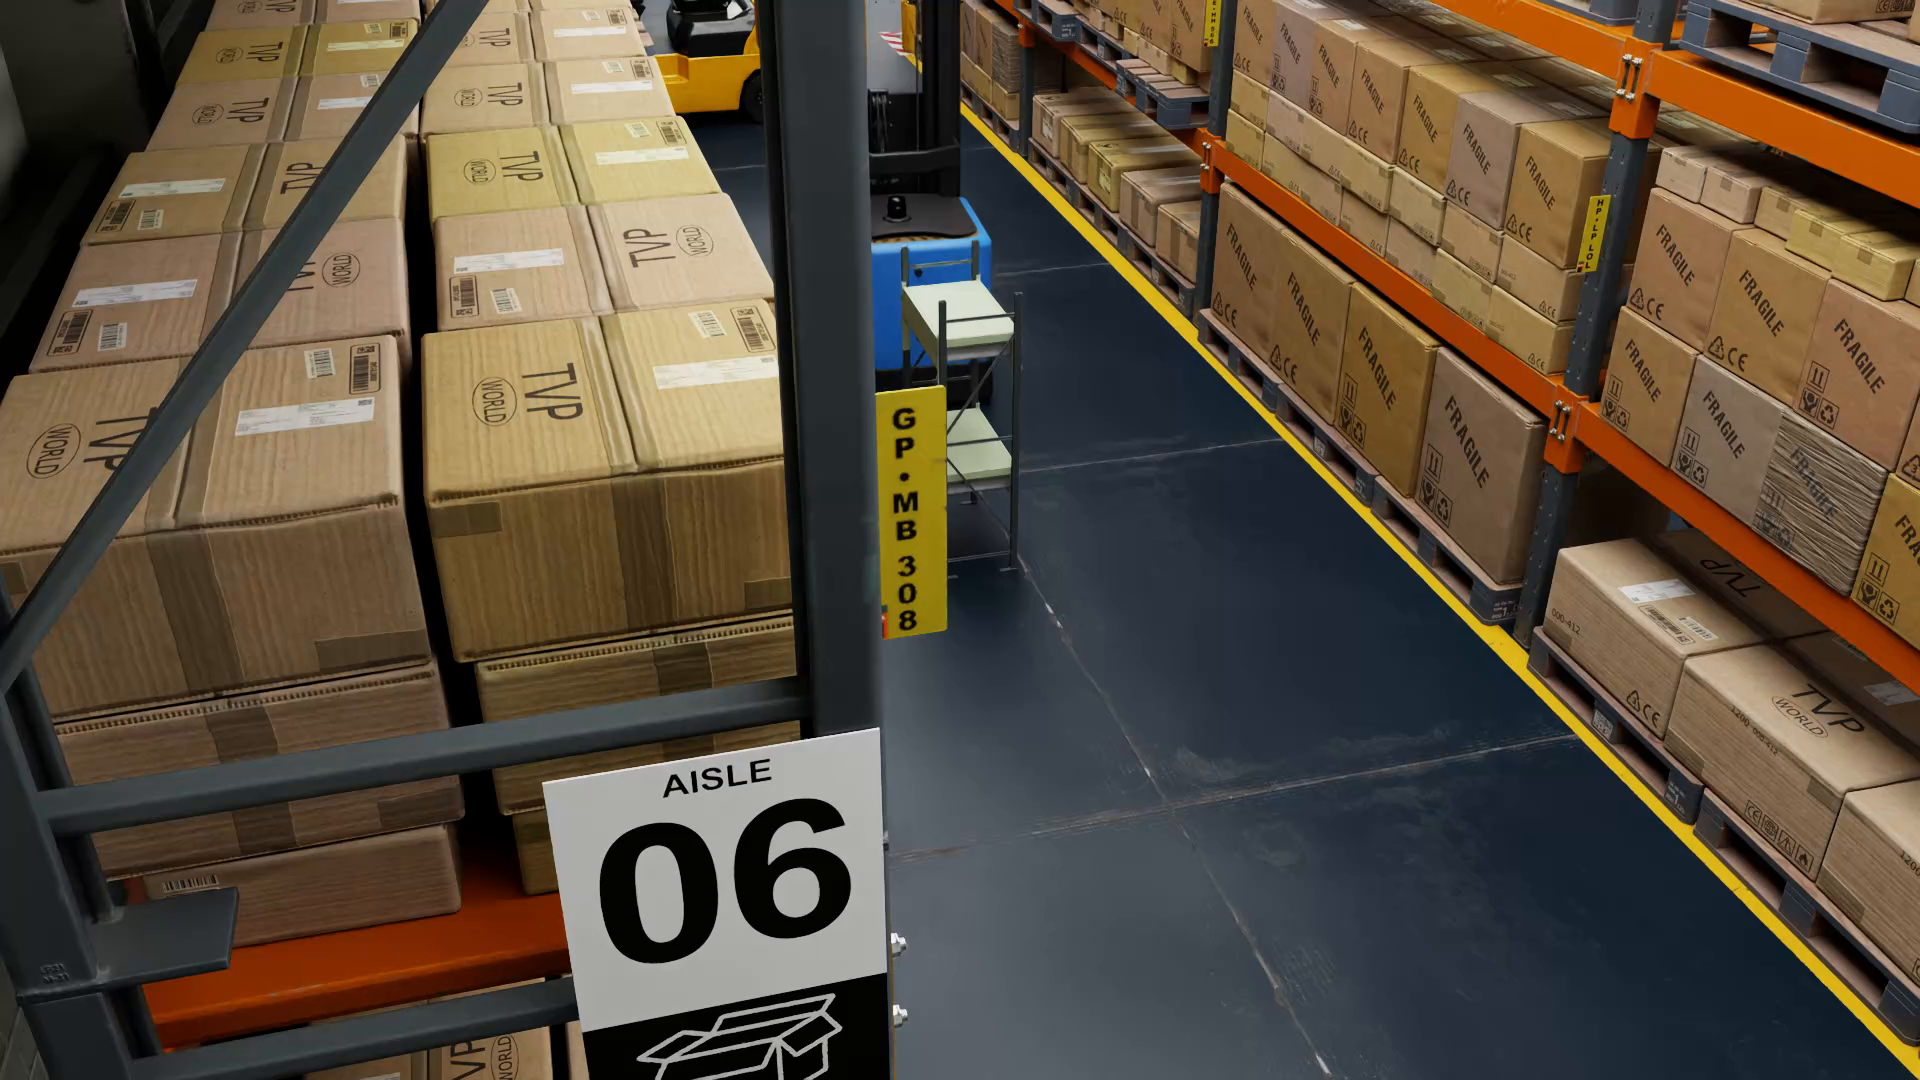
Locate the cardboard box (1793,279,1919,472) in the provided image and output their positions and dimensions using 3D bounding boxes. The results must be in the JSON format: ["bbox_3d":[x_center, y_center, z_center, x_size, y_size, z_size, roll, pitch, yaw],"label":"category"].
[{"bbox_3d":[3.282,-0.591,5.678,0.500,0.500,0.500,-7,31,-12],"label":"cardboard box"}]

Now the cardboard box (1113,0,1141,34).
[{"bbox_3d":[1.402,-3.831,11.558,0.500,0.500,0.500,-10,32,-17],"label":"cardboard box"}]

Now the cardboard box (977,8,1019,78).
[{"bbox_3d":[0.460,-4.546,15.187,0.500,0.500,0.500,-7,31,-12],"label":"cardboard box"}]

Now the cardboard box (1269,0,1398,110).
[{"bbox_3d":[2.110,-2.769,9.442,0.500,0.500,0.500,-8,31,-13],"label":"cardboard box"}]

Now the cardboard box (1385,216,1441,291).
[{"bbox_3d":[2.524,-1.481,8.464,0.500,0.250,0.500,-9,31,-15],"label":"cardboard box"}]

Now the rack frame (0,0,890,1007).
[{"bbox_3d":[-0.587,-0.873,1.276,1.000,3.000,0.127,-8,31,-13],"label":"rack frame"}]

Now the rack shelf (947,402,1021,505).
[{"bbox_3d":[-0.002,-0.370,8.543,0.431,0.370,0.720,-8,31,-13],"label":"rack shelf"}]

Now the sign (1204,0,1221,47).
[{"bbox_3d":[1.553,-3.192,10.194,0.100,0.325,0.005,-8,31,-13],"label":"sign"}]

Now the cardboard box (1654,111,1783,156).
[{"bbox_3d":[3.296,-1.597,7.417,0.500,0.500,0.500,-7,31,-13],"label":"cardboard box"}]

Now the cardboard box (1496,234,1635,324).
[{"bbox_3d":[2.784,-1.202,7.484,0.500,0.250,0.500,-8,31,-13],"label":"cardboard box"}]

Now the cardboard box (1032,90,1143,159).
[{"bbox_3d":[1.154,-3.526,14.051,0.950,0.372,0.625,-7,31,-13],"label":"cardboard box"}]

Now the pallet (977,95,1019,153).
[{"bbox_3d":[0.800,-3.847,15.186,1.003,0.211,1.213,-8,31,-13],"label":"pallet"}]

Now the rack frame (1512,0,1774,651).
[{"bbox_3d":[3.135,-0.870,7.259,1.000,3.000,0.127,-8,31,-13],"label":"rack frame"}]

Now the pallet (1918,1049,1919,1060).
[{"bbox_3d":[3.910,1.893,5.270,1.003,0.211,1.213,-8,31,-13],"label":"pallet"}]

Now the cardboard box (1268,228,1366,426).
[{"bbox_3d":[2.410,-1.289,9.684,0.875,0.875,0.875,-7,31,-13],"label":"cardboard box"}]

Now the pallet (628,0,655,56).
[{"bbox_3d":[-1.755,-1.750,5.972,1.213,0.211,1.003,-8,31,-13],"label":"pallet"}]

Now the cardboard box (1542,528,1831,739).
[{"bbox_3d":[3.199,0.374,7.248,0.875,0.438,0.875,-8,31,-14],"label":"cardboard box"}]

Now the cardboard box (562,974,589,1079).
[{"bbox_3d":[-0.582,1.161,3.603,0.500,0.250,0.500,-8,31,-13],"label":"cardboard box"}]

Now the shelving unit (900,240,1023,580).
[{"bbox_3d":[-0.002,-0.652,8.380,0.431,1.500,0.755,-8,31,-13],"label":"shelving unit"}]

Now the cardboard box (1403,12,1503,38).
[{"bbox_3d":[2.733,-2.576,9.108,0.500,0.500,0.500,-8,31,-13],"label":"cardboard box"}]

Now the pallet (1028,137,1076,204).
[{"bbox_3d":[1.220,-3.152,13.984,1.003,0.211,1.213,-8,31,-13],"label":"pallet"}]

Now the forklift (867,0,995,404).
[{"bbox_3d":[8.656,-2.552,10.029,19.036,3.140,7.710,-6,31,-10],"label":"forklift"}]

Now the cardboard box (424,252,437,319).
[{"bbox_3d":[-1.384,-0.555,3.572,0.500,0.250,0.500,-7,31,-12],"label":"cardboard box"}]

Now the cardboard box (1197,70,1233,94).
[{"bbox_3d":[1.760,-3.002,10.774,0.380,0.149,0.250,-7,31,-11],"label":"cardboard box"}]

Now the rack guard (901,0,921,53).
[{"bbox_3d":[-0.029,-5.548,17.835,1.175,0.500,0.348,-8,31,-13],"label":"rack guard"}]

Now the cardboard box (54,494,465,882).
[{"bbox_3d":[-0.968,0.183,2.299,0.500,0.250,0.500,-8,31,-14],"label":"cardboard box"}]

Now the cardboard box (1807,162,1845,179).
[{"bbox_3d":[3.489,-1.379,6.393,0.380,0.149,0.250,-7,31,-12],"label":"cardboard box"}]

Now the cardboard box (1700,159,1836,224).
[{"bbox_3d":[3.053,-1.319,6.288,0.380,0.149,0.250,-7,31,-13],"label":"cardboard box"}]

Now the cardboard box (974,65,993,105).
[{"bbox_3d":[0.445,-4.232,15.392,0.500,0.250,0.500,-9,31,-15],"label":"cardboard box"}]

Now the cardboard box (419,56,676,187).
[{"bbox_3d":[-0.872,-0.837,3.561,0.500,0.250,0.500,-7,31,-12],"label":"cardboard box"}]

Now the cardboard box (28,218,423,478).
[{"bbox_3d":[-1.112,-0.284,2.606,0.500,0.250,0.500,-9,31,-15],"label":"cardboard box"}]

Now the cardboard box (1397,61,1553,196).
[{"bbox_3d":[2.515,-2.025,8.157,0.500,0.500,0.500,-7,31,-12],"label":"cardboard box"}]

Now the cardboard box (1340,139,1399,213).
[{"bbox_3d":[2.349,-1.937,8.753,0.500,0.250,0.500,-7,31,-12],"label":"cardboard box"}]

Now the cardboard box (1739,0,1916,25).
[{"bbox_3d":[3.089,-2.125,5.814,0.500,0.500,0.500,-7,31,-12],"label":"cardboard box"}]

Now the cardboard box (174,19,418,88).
[{"bbox_3d":[-1.505,-1.017,3.872,0.500,0.250,0.500,-8,31,-14],"label":"cardboard box"}]

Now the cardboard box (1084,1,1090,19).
[{"bbox_3d":[1.153,-4.000,12.499,0.380,0.149,0.250,-8,31,-13],"label":"cardboard box"}]

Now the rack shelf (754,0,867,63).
[{"bbox_3d":[-1.118,-1.526,3.125,1.077,0.370,4.000,-8,31,-13],"label":"rack shelf"}]

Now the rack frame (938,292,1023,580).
[{"bbox_3d":[0.095,-0.476,8.074,0.400,1.500,0.023,-8,31,-13],"label":"rack frame"}]

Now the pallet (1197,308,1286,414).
[{"bbox_3d":[2.210,-1.205,10.621,1.003,0.211,1.213,-8,31,-13],"label":"pallet"}]

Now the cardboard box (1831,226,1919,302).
[{"bbox_3d":[3.211,-0.940,5.635,0.380,0.149,0.250,-9,31,-15],"label":"cardboard box"}]

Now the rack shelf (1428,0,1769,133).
[{"bbox_3d":[2.605,-2.823,8.357,1.077,0.370,4.000,-8,31,-13],"label":"rack shelf"}]

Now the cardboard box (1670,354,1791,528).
[{"bbox_3d":[3.137,-0.409,6.362,0.500,0.500,0.500,-8,31,-13],"label":"cardboard box"}]

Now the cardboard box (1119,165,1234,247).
[{"bbox_3d":[1.730,-2.476,12.238,0.950,0.372,0.625,-8,31,-14],"label":"cardboard box"}]
